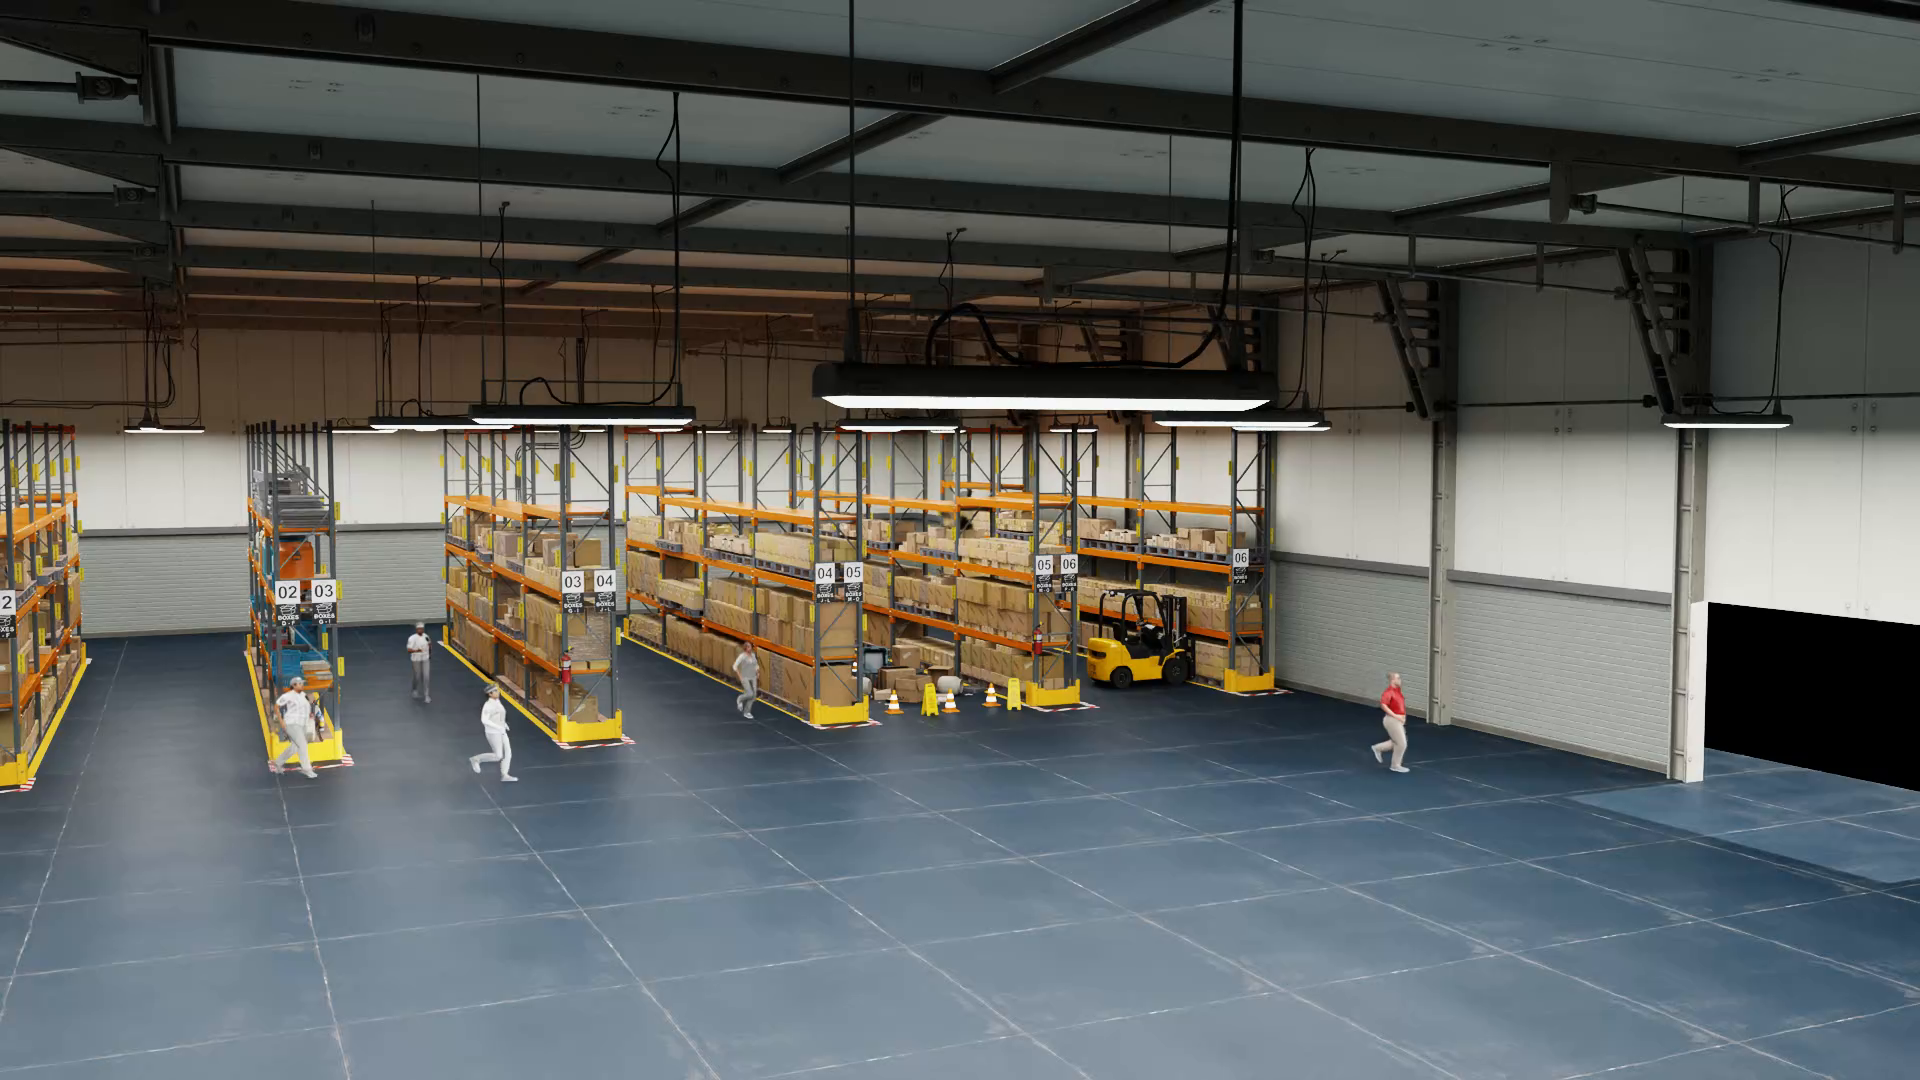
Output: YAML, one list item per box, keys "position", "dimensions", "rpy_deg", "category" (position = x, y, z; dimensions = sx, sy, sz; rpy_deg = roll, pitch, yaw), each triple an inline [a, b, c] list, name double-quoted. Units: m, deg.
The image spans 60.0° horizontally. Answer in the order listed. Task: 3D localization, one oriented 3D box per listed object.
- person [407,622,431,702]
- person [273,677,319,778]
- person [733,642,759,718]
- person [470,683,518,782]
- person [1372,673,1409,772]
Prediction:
- position: [-11.633, 2.608, 35.856]
  dimensions: [0.581, 1.699, 0.876]
  rpy_deg: [-2, 4, -33]
  category: "person"
- position: [-11.133, 3.141, 28.018]
  dimensions: [0.858, 1.659, 0.612]
  rpy_deg: [1, 4, 13]
  category: "person"
- position: [-4.300, 2.841, 33.766]
  dimensions: [0.536, 1.555, 0.544]
  rpy_deg: [-3, 5, -39]
  category: "person"
- position: [-7.698, 3.181, 27.527]
  dimensions: [0.778, 1.656, 0.632]
  rpy_deg: [0, 4, 7]
  category: "person"
- position: [7.354, 3.104, 28.408]
  dimensions: [0.677, 1.677, 0.686]
  rpy_deg: [2, 4, 29]
  category: "person"
